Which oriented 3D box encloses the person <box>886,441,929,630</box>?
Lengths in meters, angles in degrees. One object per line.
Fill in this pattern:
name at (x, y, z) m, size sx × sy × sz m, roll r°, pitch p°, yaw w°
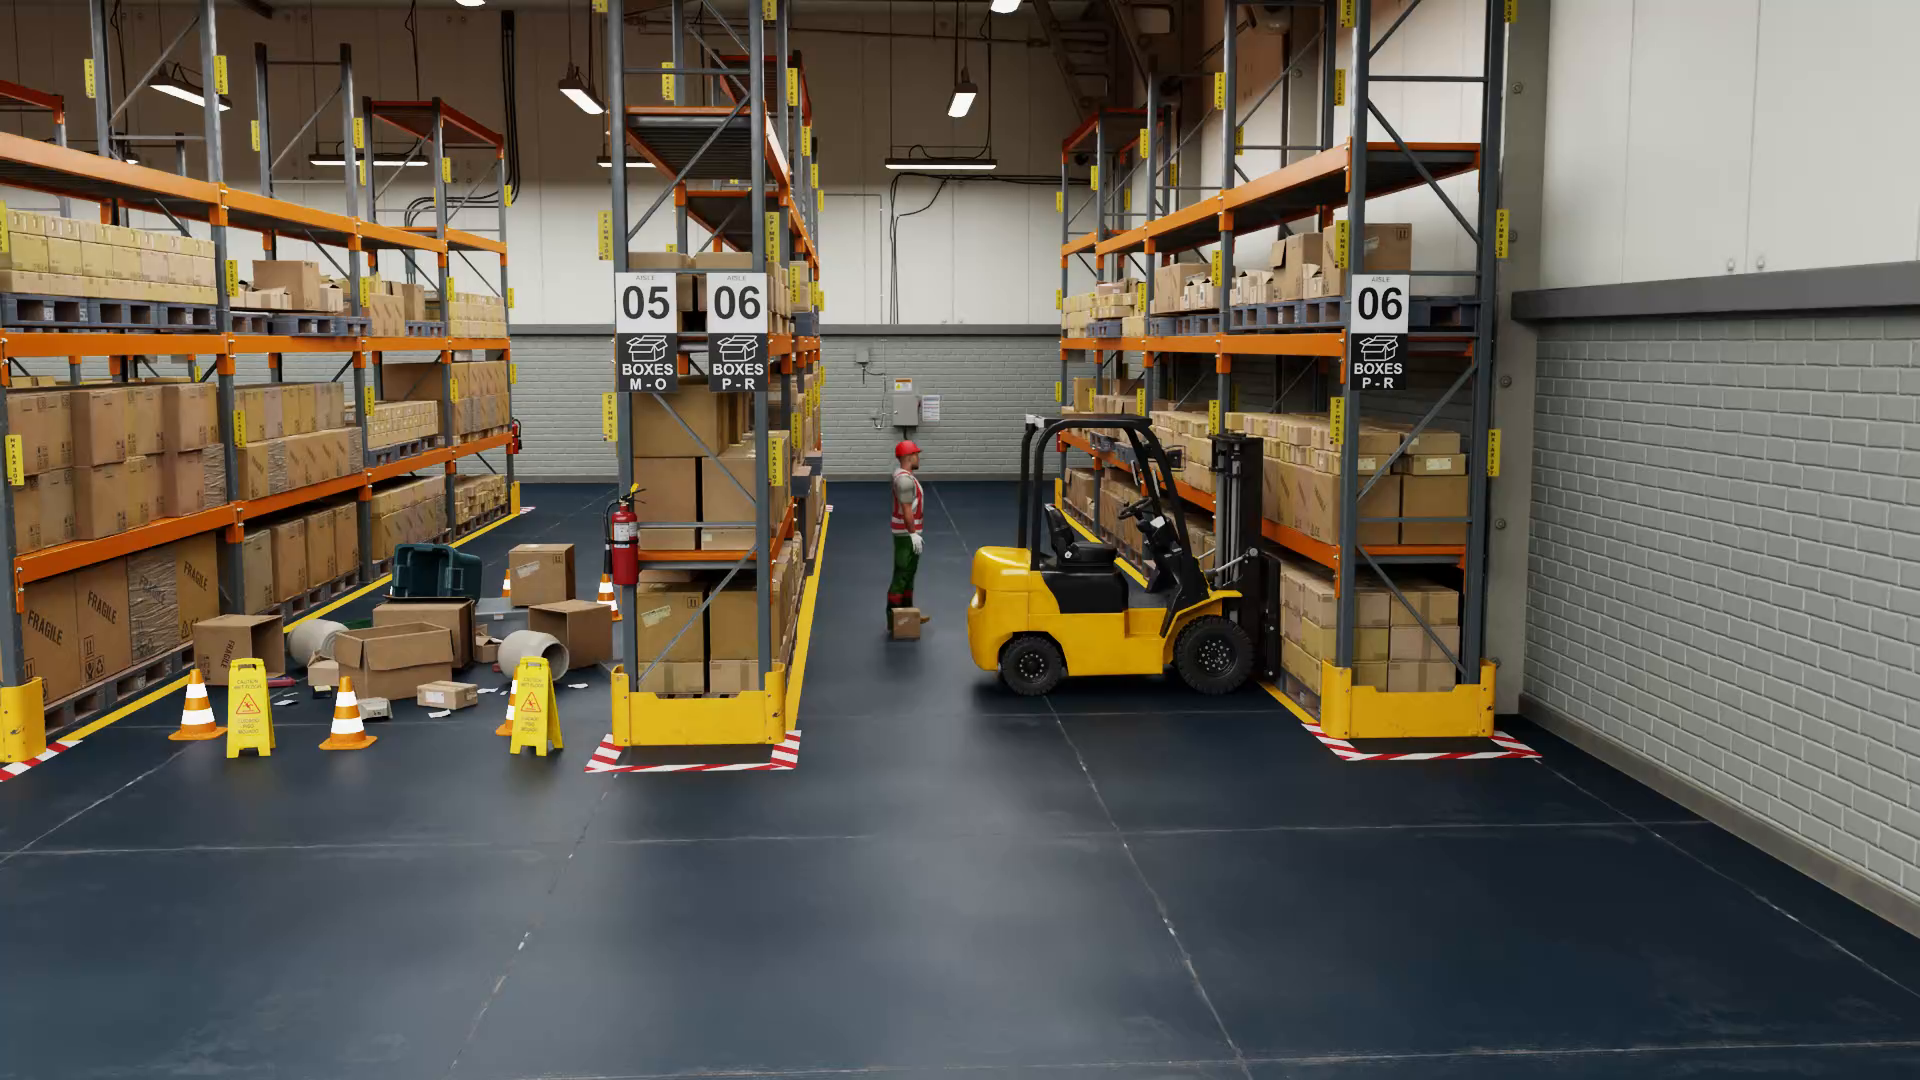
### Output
person at (-0.498, -0.052, 15.816) m, size 0.420 × 1.788 × 0.661 m, roll 0°, pitch 7°, yaw -3°
